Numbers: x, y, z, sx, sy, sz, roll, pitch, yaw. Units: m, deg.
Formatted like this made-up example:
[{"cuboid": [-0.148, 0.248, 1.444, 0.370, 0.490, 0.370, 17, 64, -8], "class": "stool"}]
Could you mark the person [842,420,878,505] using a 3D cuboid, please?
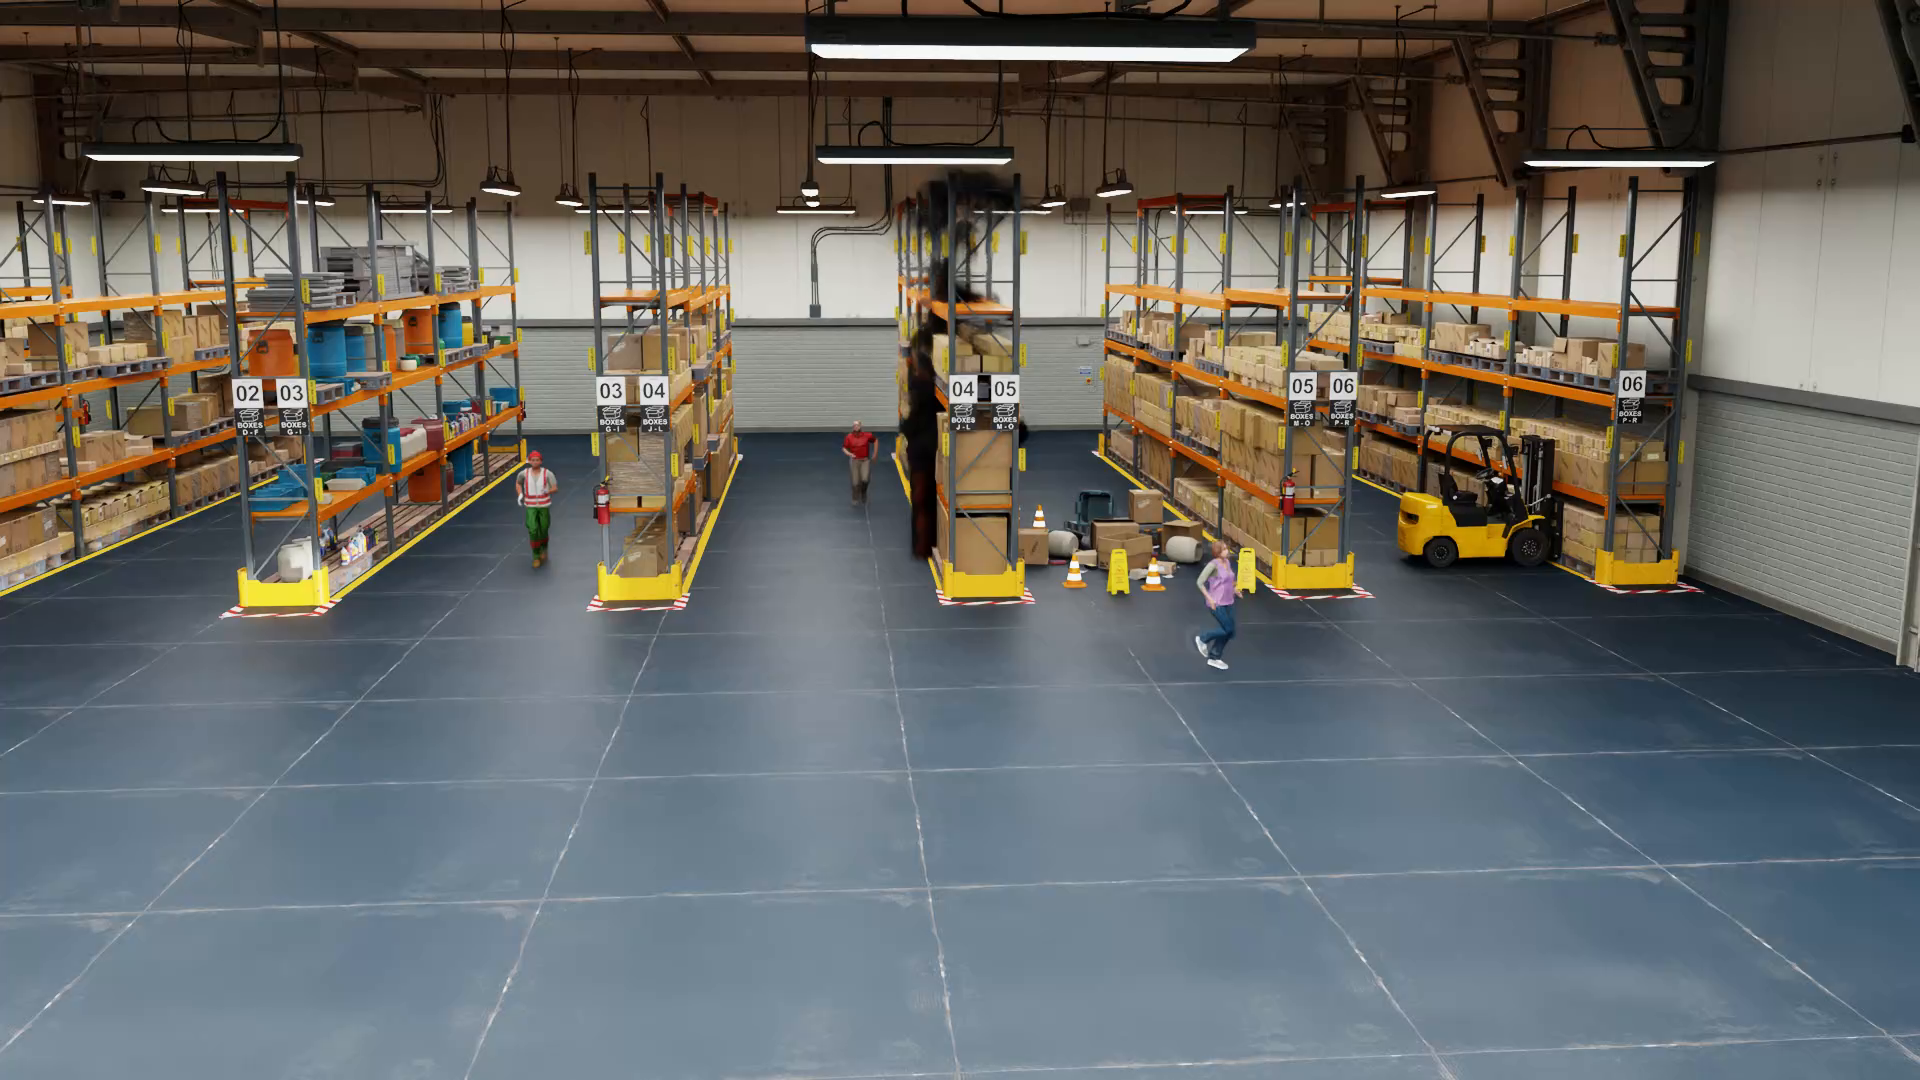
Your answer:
[{"cuboid": [-1.931, -1.478, 32.181, 0.687, 1.681, 0.769, 0, 10, -1], "class": "person"}]

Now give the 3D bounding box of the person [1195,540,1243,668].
[{"cuboid": [3.114, 0.772, 19.920, 0.537, 1.555, 0.549, 9, 13, 41], "class": "person"}]

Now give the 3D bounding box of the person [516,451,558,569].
[{"cuboid": [-6.693, -0.510, 26.356, 0.645, 1.808, 0.848, -3, 10, -14], "class": "person"}]
